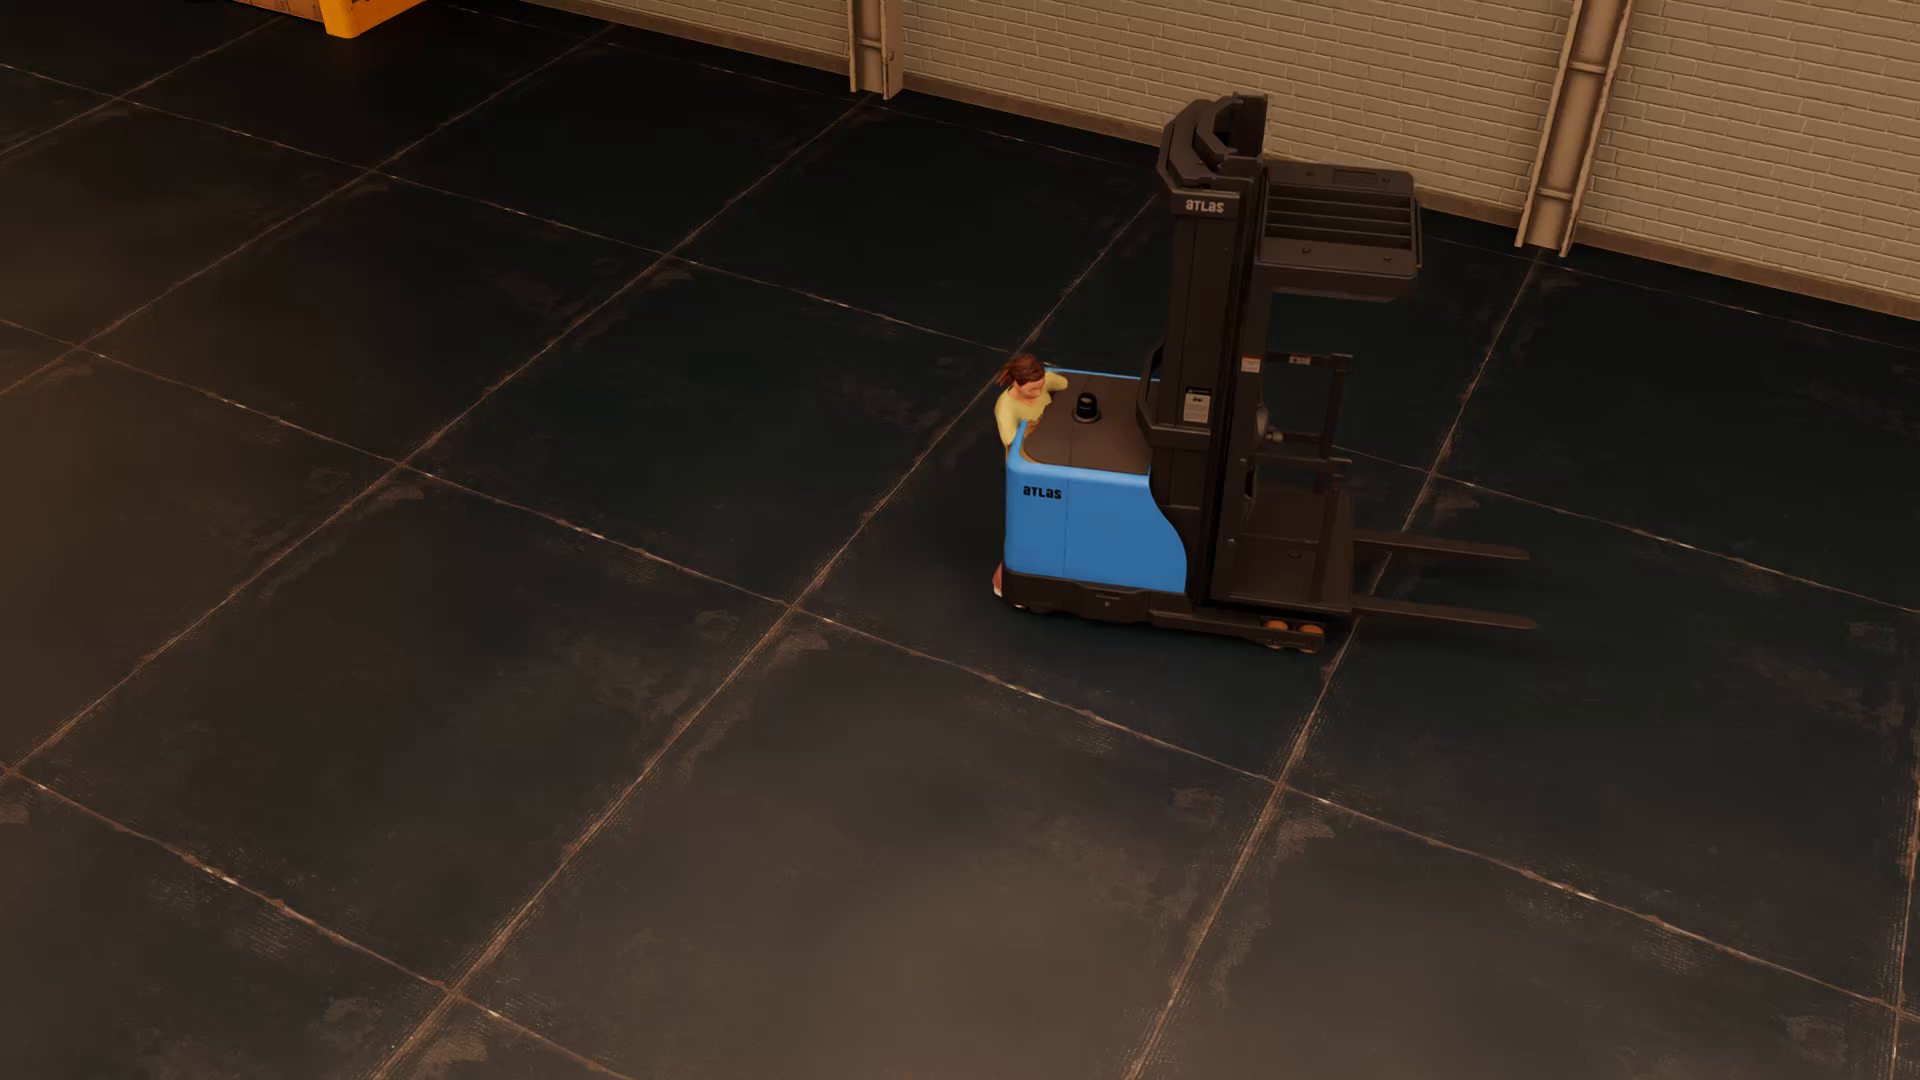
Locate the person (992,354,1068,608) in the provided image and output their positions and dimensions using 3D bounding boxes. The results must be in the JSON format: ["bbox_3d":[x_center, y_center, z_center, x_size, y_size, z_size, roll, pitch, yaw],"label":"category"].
[{"bbox_3d":[0.513,-0.409,9.604,0.844,1.473,0.712,-31,49,-31],"label":"person"}]

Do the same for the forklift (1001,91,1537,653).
[{"bbox_3d":[1.811,-0.849,8.994,3.031,2.935,1.130,7,41,8],"label":"forklift"}]
